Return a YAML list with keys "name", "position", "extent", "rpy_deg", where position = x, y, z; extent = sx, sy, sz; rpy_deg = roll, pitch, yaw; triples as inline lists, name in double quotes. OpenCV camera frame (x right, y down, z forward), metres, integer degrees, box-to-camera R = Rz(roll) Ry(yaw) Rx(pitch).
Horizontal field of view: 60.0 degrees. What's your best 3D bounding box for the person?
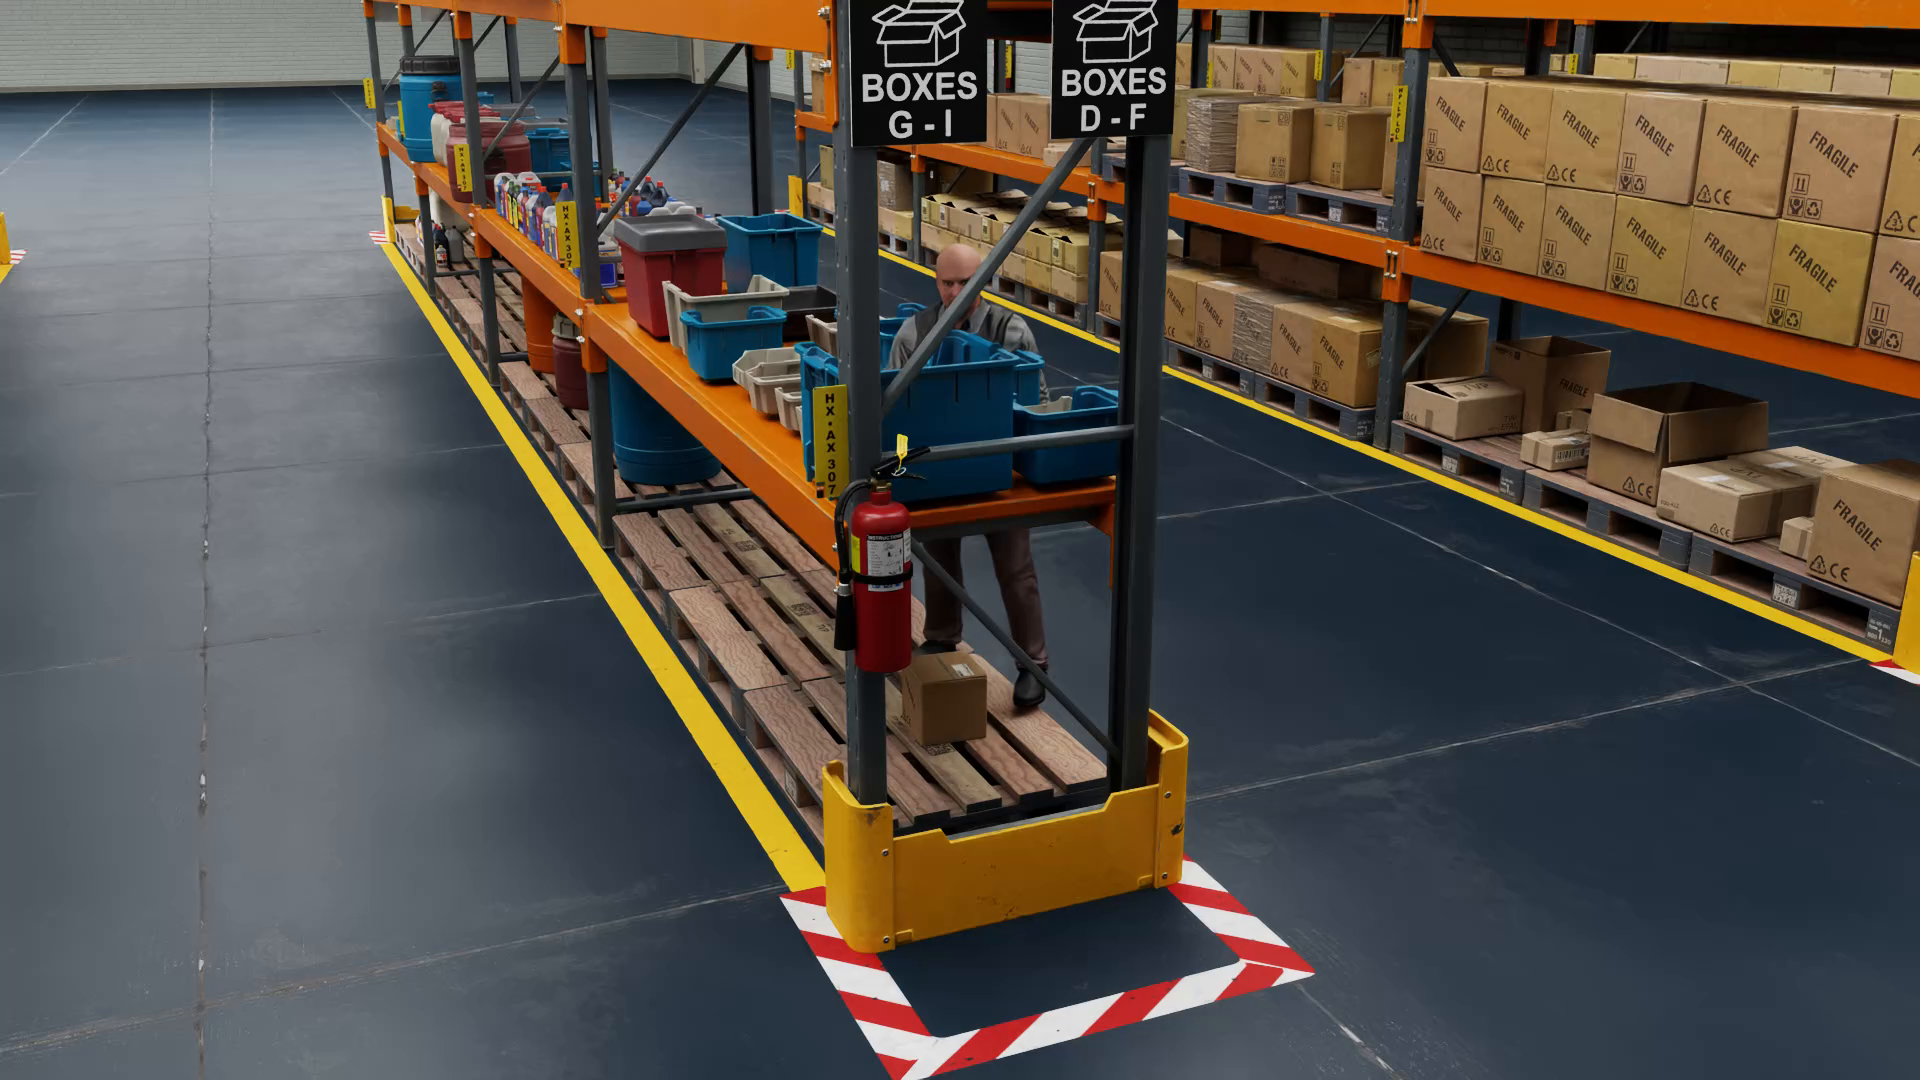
- name: "person"
  position: [-0.006, -0.219, 6.298]
  extent: [0.758, 1.604, 0.519]
  rpy_deg: [5, 19, 14]
